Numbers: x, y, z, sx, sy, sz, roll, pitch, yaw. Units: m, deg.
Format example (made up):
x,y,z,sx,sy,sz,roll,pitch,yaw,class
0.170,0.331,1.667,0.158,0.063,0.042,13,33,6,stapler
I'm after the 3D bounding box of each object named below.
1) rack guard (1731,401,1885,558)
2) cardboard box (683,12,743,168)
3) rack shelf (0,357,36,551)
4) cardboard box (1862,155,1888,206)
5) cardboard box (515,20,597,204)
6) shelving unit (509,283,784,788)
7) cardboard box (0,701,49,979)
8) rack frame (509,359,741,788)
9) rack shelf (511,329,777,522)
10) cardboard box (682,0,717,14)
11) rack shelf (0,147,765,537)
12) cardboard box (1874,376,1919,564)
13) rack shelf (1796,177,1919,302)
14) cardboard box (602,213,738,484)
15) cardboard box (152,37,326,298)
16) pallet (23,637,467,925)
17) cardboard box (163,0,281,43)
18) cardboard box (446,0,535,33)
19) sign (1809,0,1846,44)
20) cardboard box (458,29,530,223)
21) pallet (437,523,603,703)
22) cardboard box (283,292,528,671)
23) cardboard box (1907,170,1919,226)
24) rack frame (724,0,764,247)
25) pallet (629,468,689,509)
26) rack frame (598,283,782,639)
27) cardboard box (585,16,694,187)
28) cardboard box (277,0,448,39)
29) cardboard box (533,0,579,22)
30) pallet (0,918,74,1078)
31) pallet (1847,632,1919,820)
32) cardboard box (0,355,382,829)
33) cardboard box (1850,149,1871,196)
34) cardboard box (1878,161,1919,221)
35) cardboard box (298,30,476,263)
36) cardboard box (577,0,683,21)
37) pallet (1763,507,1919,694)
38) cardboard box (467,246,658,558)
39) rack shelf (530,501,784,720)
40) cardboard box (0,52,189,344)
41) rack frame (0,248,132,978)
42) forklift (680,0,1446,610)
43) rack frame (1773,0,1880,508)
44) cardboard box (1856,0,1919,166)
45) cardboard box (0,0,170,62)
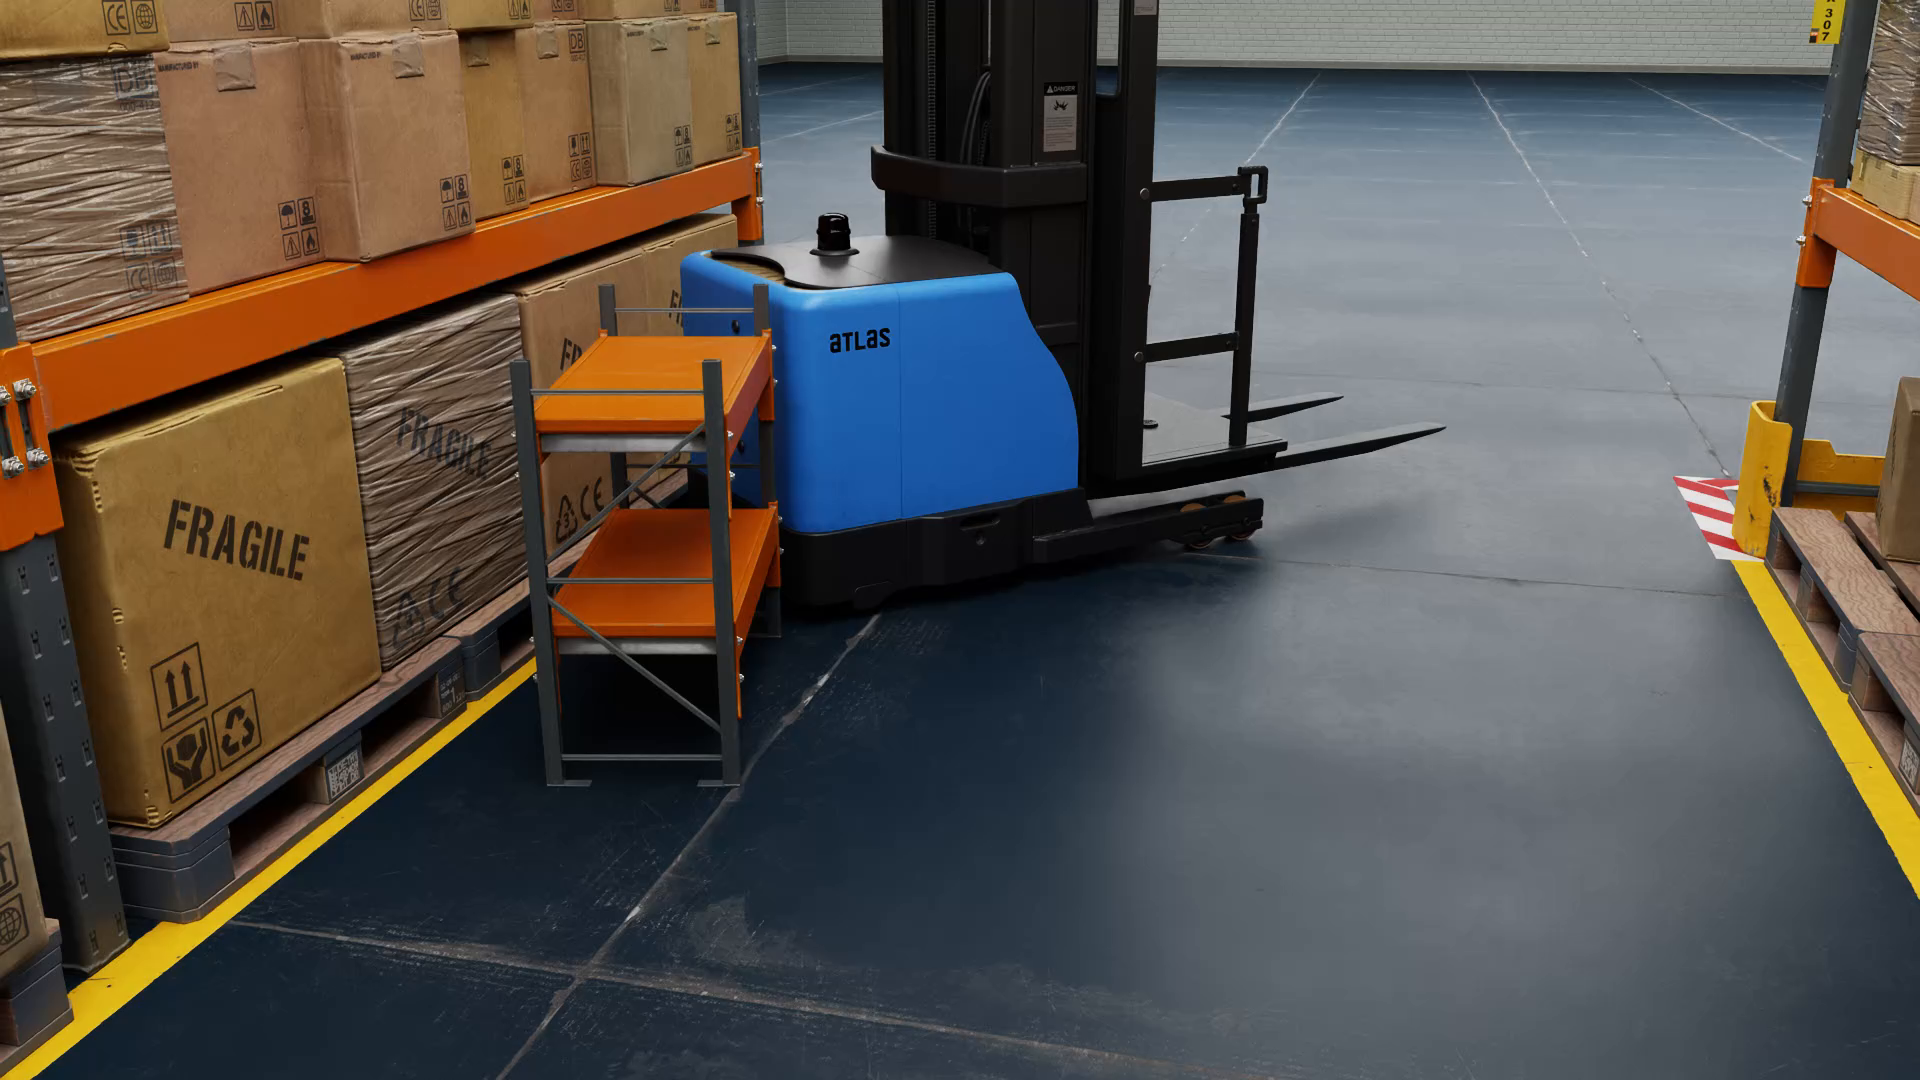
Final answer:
x,y,z,sx,sy,sz,roll,pitch,yaw,class
3.447,-0.183,5.948,1.175,0.500,0.348,5,19,13,rack guard
-1.366,-1.764,6.479,0.875,0.550,0.550,5,19,13,cardboard box
-2.786,0.408,1.464,1.077,0.370,4.000,5,19,13,rack shelf
3.085,-1.123,5.223,0.380,0.149,0.250,5,19,13,cardboard box
-1.738,-1.424,5.484,0.875,0.550,0.550,5,19,13,cardboard box
-0.819,-0.060,4.623,0.538,1.125,1.048,0,19,0,shelving unit
-2.361,0.509,2.888,1.050,0.750,0.750,5,19,13,cardboard box
-0.820,0.104,4.142,0.500,1.125,0.032,0,19,0,rack frame
-0.819,-0.337,4.529,0.538,0.278,1.000,0,19,0,rack shelf
-1.448,-2.281,6.323,0.875,0.550,0.550,5,19,13,cardboard box
-1.808,-0.845,5.135,1.077,0.370,4.000,5,19,13,rack shelf
3.297,-0.211,5.381,0.500,0.500,0.500,9,21,23,cardboard box
2.977,-0.422,3.895,1.077,0.370,4.000,5,19,13,rack shelf
-1.421,-0.788,6.492,0.875,0.875,0.875,5,19,14,cardboard box
-2.106,-0.921,4.010,0.875,0.550,0.550,5,19,13,cardboard box
-2.035,0.529,4.314,1.003,0.211,1.213,5,19,13,pallet
-2.152,-1.435,3.847,0.875,0.550,0.550,5,19,13,cardboard box
-1.765,-1.761,4.798,0.875,0.550,0.500,5,19,13,cardboard box
2.939,-1.842,5.600,0.100,0.325,0.005,5,19,13,sign
-1.828,-1.255,4.988,0.875,0.550,0.500,5,19,13,cardboard box
-1.739,0.145,5.437,1.003,0.211,1.213,5,19,13,pallet
-1.859,-0.227,4.848,0.875,0.875,0.875,5,19,14,cardboard box
2.968,-0.966,4.763,0.380,0.149,0.250,5,19,13,cardboard box
-1.320,-1.813,6.854,1.000,3.000,0.127,5,19,13,rack frame
-1.439,-0.236,6.553,1.003,0.211,1.213,5,19,13,pallet
-0.819,-0.224,5.105,0.500,1.125,0.032,0,19,0,rack frame
-1.480,-1.590,5.969,0.875,0.550,0.550,5,19,13,cardboard box
-1.887,-1.594,4.310,0.875,0.550,0.550,5,19,13,cardboard box
-1.761,-1.937,5.315,0.875,0.550,0.550,5,19,13,cardboard box
-2.412,1.008,2.908,1.003,0.211,1.213,5,19,13,pallet
2.914,0.587,4.142,1.003,0.211,1.213,5,19,13,pallet
-2.075,0.056,4.020,0.875,0.875,0.875,5,19,14,cardboard box
3.165,-1.200,5.448,0.380,0.149,0.250,5,19,13,cardboard box
3.009,-1.046,4.997,0.380,0.149,0.250,5,19,13,cardboard box
-1.860,-1.081,4.478,0.875,0.550,0.550,5,19,13,cardboard box
-1.493,-2.102,5.797,0.875,0.550,0.550,5,19,13,cardboard box
3.214,0.206,5.258,1.003,0.211,1.213,5,19,13,pallet
-1.634,-0.512,5.684,0.875,0.875,0.875,4,19,13,cardboard box
-0.819,0.171,4.702,0.538,0.278,1.000,0,19,0,rack shelf
-2.218,-0.746,3.500,0.875,0.550,0.550,5,19,13,cardboard box
-2.297,-0.559,3.183,1.000,3.000,0.127,5,19,13,rack frame
0.539,-1.489,6.014,3.031,2.935,1.130,-11,22,-29,forklift
3.465,-1.389,5.614,1.000,3.000,0.127,5,19,13,rack frame
3.304,-1.407,5.052,0.875,0.500,0.500,5,19,13,cardboard box
-2.173,-1.254,3.315,0.875,0.550,0.550,5,19,13,cardboard box
